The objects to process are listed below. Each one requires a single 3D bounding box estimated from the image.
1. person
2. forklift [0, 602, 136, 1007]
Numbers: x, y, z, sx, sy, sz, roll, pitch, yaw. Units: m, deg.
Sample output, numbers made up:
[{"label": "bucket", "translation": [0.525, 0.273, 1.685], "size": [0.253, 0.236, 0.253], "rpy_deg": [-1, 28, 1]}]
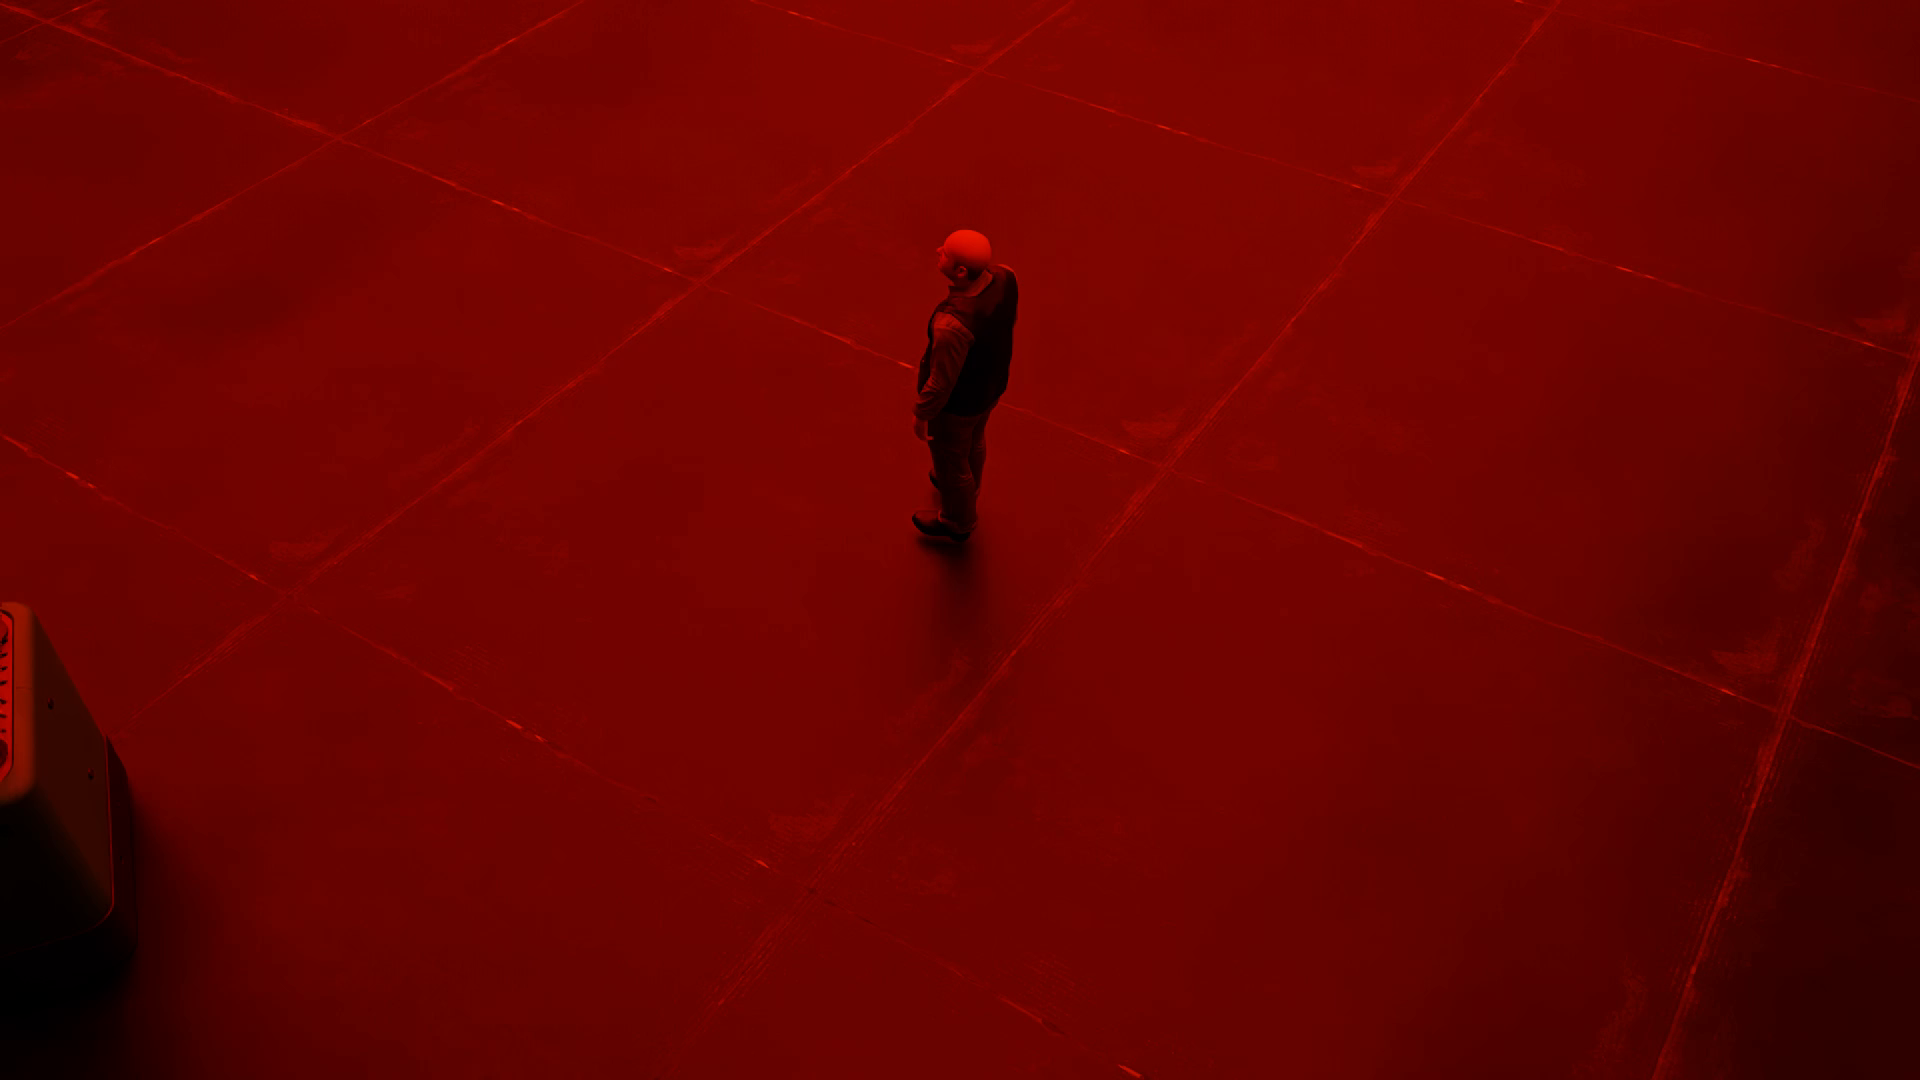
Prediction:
[{"label": "person", "translation": [-0.048, -0.687, 7.383], "size": [0.568, 1.720, 0.632], "rpy_deg": [24, 48, 23]}, {"label": "forklift", "translation": [-4.678, 0.618, 5.197], "size": [3.031, 2.935, 1.130], "rpy_deg": [-16, 46, -16]}]
